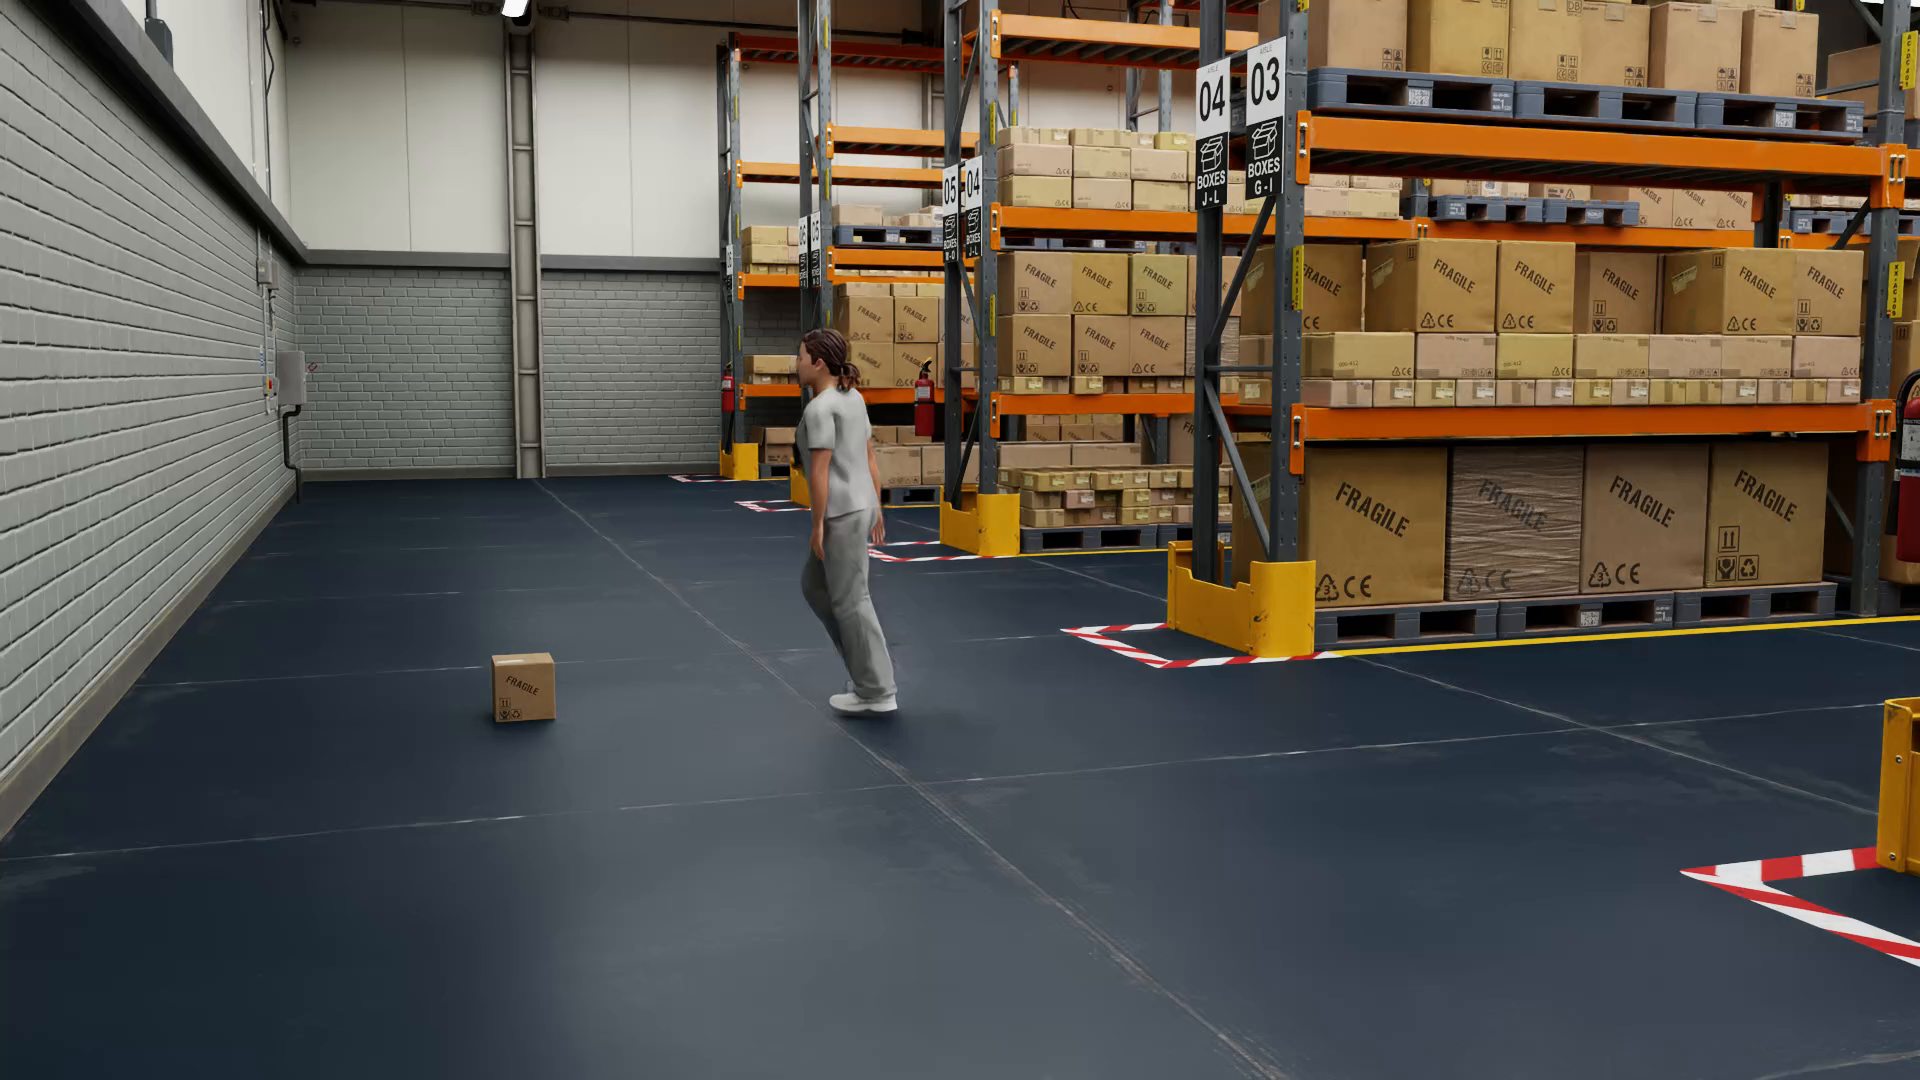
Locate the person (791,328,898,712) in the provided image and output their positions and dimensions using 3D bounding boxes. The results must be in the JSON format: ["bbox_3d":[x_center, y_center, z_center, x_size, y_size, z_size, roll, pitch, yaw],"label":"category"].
[{"bbox_3d":[-0.510,-0.081,7.185,0.487,1.654,0.482,2,6,17],"label":"person"}]
